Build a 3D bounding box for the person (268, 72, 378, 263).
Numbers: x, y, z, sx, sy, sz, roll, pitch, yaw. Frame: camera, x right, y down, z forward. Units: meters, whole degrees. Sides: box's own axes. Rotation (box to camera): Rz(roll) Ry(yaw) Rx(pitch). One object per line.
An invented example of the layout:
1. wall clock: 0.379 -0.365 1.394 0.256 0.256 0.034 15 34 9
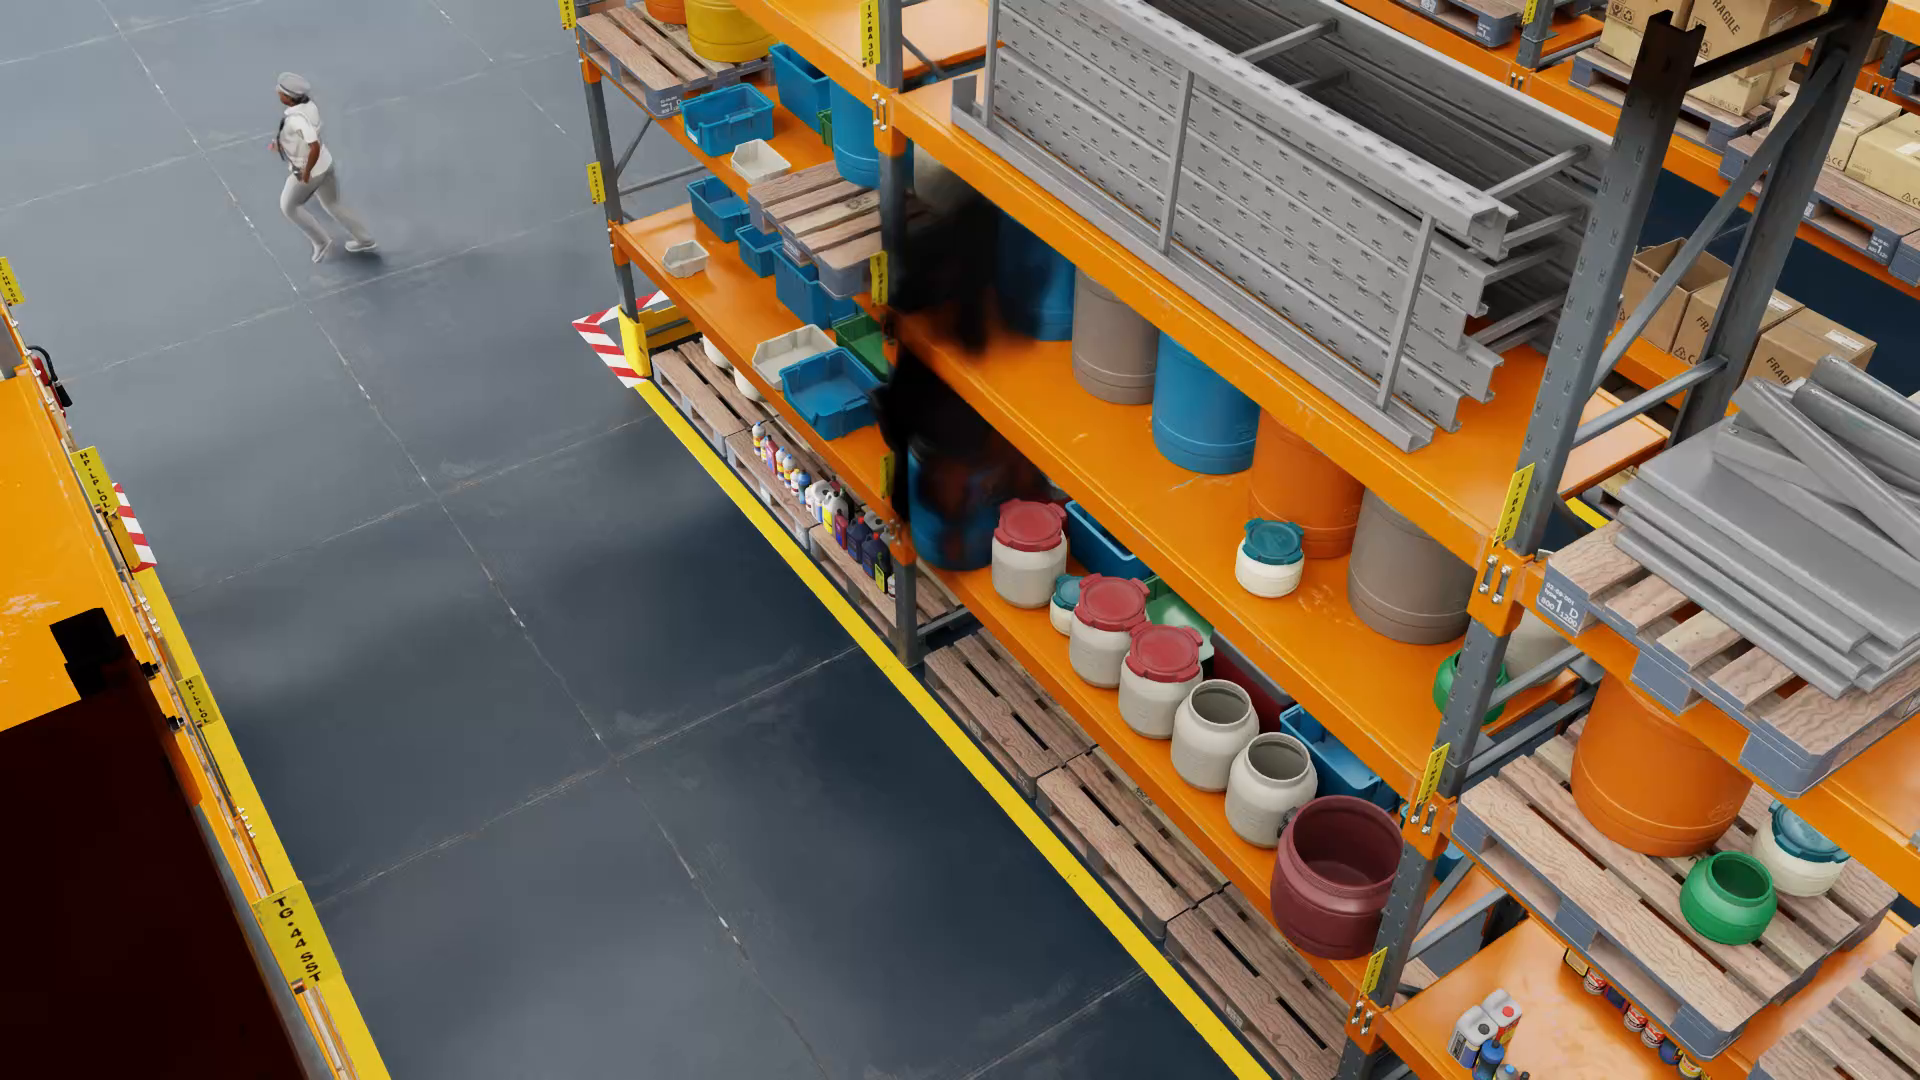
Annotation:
1. person: -5.411 -3.075 13.881 0.678 1.724 0.579 4 43 4
